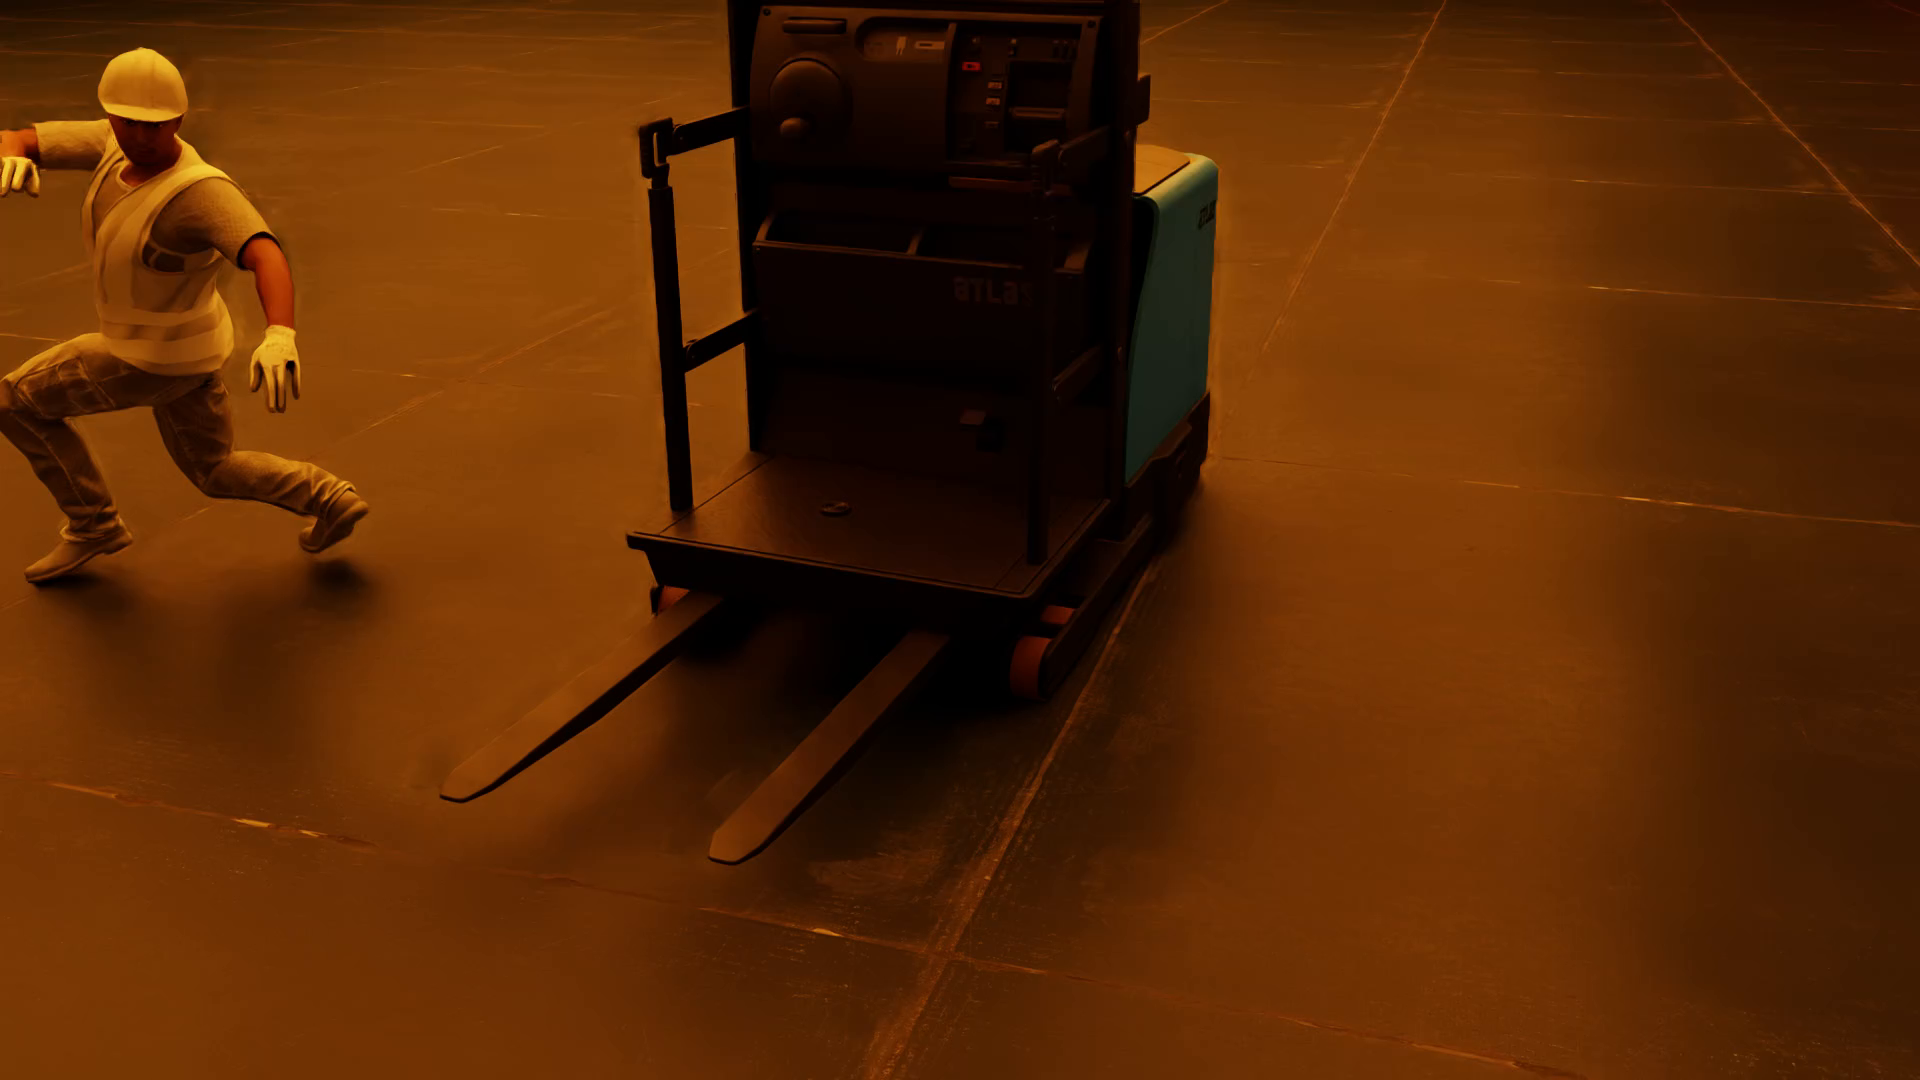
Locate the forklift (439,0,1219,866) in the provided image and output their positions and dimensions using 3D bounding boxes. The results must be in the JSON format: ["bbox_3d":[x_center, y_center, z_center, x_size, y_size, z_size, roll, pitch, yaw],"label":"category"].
[{"bbox_3d":[-0.177,-1.132,4.023,1.130,2.935,3.031,8,24,20],"label":"forklift"}]

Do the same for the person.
[{"bbox_3d":[-2.192,-0.541,4.489,0.995,1.501,0.857,-5,23,-12],"label":"person"}]
